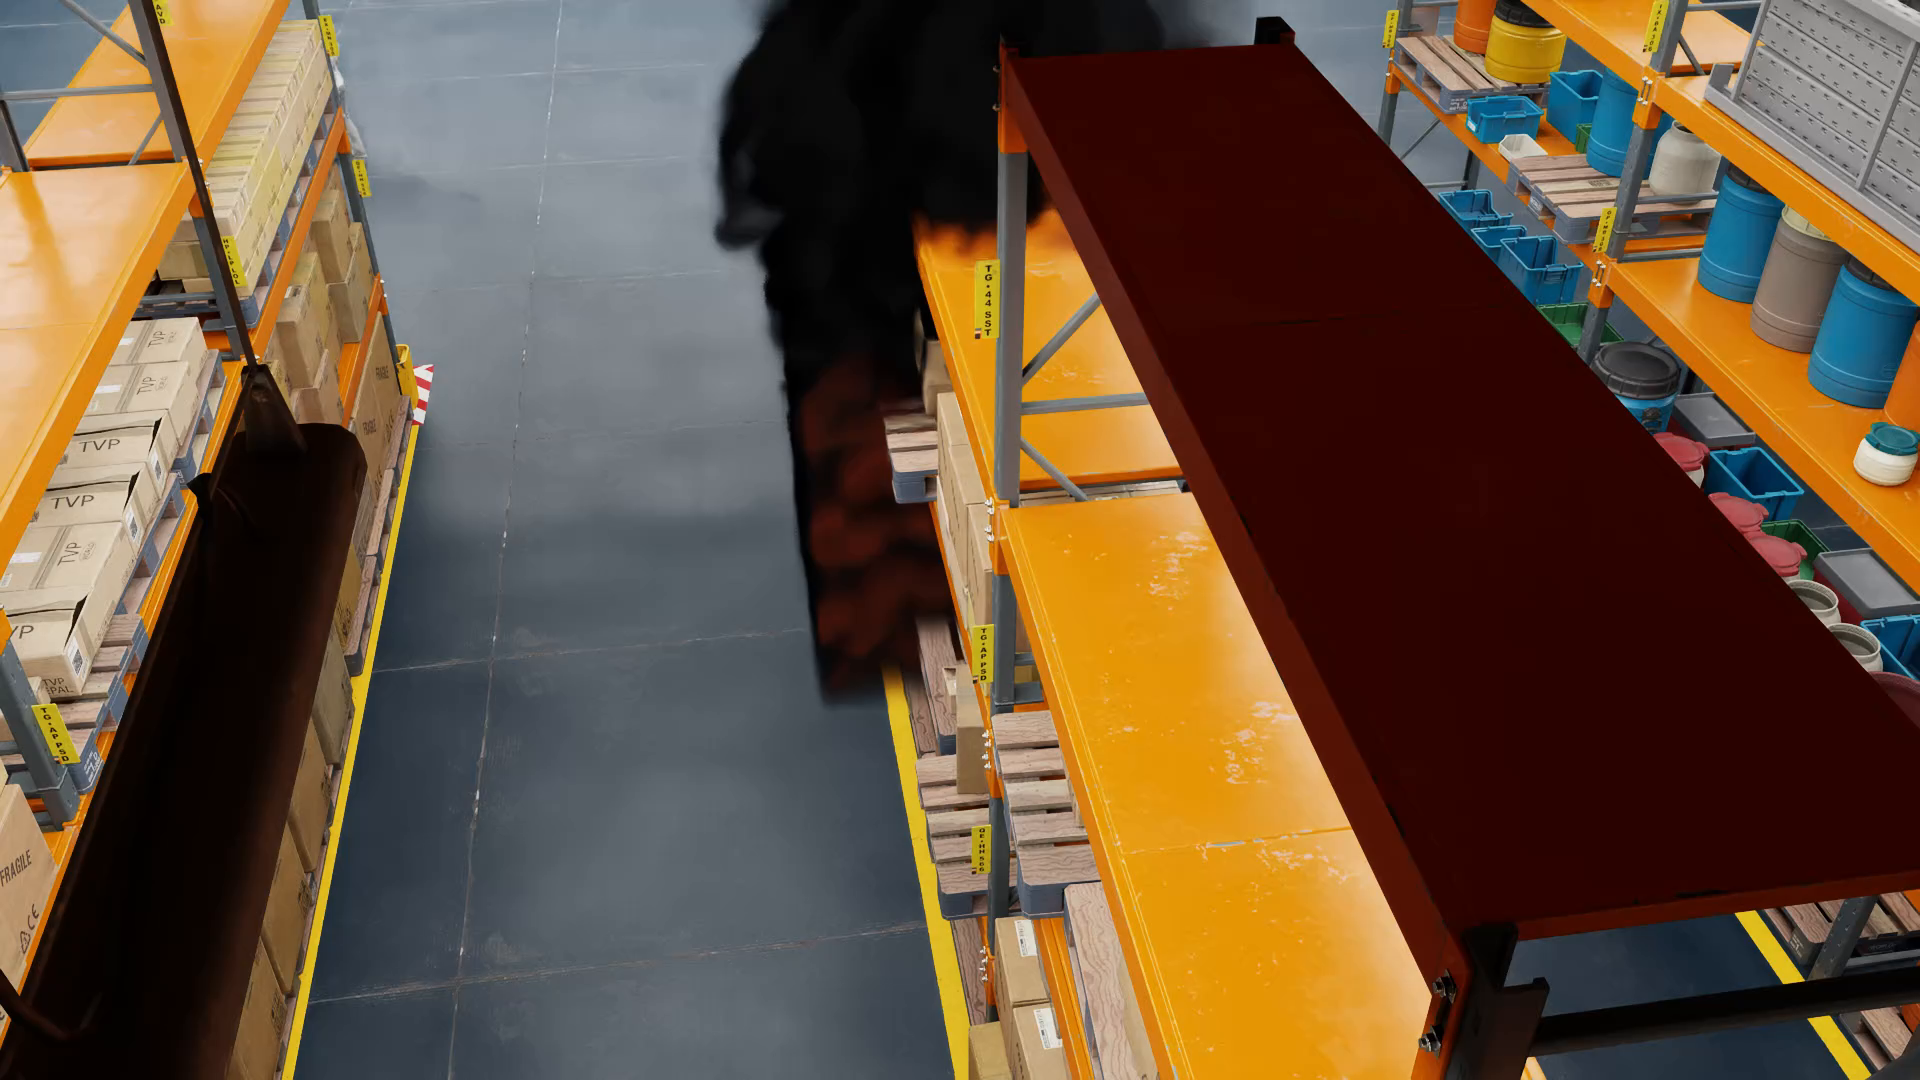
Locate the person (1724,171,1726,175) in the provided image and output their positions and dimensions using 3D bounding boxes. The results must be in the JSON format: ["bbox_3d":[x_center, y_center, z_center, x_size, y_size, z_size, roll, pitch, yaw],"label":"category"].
[{"bbox_3d":[8.477,-4.207,17.769,0.600,1.674,0.676,15,39,19],"label":"person"}]

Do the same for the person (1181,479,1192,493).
[{"bbox_3d":[1.838,-0.158,11.713,0.716,1.756,0.762,-9,37,-12],"label":"person"}]

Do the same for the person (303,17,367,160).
[{"bbox_3d":[-7.261,-5.148,19.048,0.695,1.720,0.557,18,40,23],"label":"person"}]
